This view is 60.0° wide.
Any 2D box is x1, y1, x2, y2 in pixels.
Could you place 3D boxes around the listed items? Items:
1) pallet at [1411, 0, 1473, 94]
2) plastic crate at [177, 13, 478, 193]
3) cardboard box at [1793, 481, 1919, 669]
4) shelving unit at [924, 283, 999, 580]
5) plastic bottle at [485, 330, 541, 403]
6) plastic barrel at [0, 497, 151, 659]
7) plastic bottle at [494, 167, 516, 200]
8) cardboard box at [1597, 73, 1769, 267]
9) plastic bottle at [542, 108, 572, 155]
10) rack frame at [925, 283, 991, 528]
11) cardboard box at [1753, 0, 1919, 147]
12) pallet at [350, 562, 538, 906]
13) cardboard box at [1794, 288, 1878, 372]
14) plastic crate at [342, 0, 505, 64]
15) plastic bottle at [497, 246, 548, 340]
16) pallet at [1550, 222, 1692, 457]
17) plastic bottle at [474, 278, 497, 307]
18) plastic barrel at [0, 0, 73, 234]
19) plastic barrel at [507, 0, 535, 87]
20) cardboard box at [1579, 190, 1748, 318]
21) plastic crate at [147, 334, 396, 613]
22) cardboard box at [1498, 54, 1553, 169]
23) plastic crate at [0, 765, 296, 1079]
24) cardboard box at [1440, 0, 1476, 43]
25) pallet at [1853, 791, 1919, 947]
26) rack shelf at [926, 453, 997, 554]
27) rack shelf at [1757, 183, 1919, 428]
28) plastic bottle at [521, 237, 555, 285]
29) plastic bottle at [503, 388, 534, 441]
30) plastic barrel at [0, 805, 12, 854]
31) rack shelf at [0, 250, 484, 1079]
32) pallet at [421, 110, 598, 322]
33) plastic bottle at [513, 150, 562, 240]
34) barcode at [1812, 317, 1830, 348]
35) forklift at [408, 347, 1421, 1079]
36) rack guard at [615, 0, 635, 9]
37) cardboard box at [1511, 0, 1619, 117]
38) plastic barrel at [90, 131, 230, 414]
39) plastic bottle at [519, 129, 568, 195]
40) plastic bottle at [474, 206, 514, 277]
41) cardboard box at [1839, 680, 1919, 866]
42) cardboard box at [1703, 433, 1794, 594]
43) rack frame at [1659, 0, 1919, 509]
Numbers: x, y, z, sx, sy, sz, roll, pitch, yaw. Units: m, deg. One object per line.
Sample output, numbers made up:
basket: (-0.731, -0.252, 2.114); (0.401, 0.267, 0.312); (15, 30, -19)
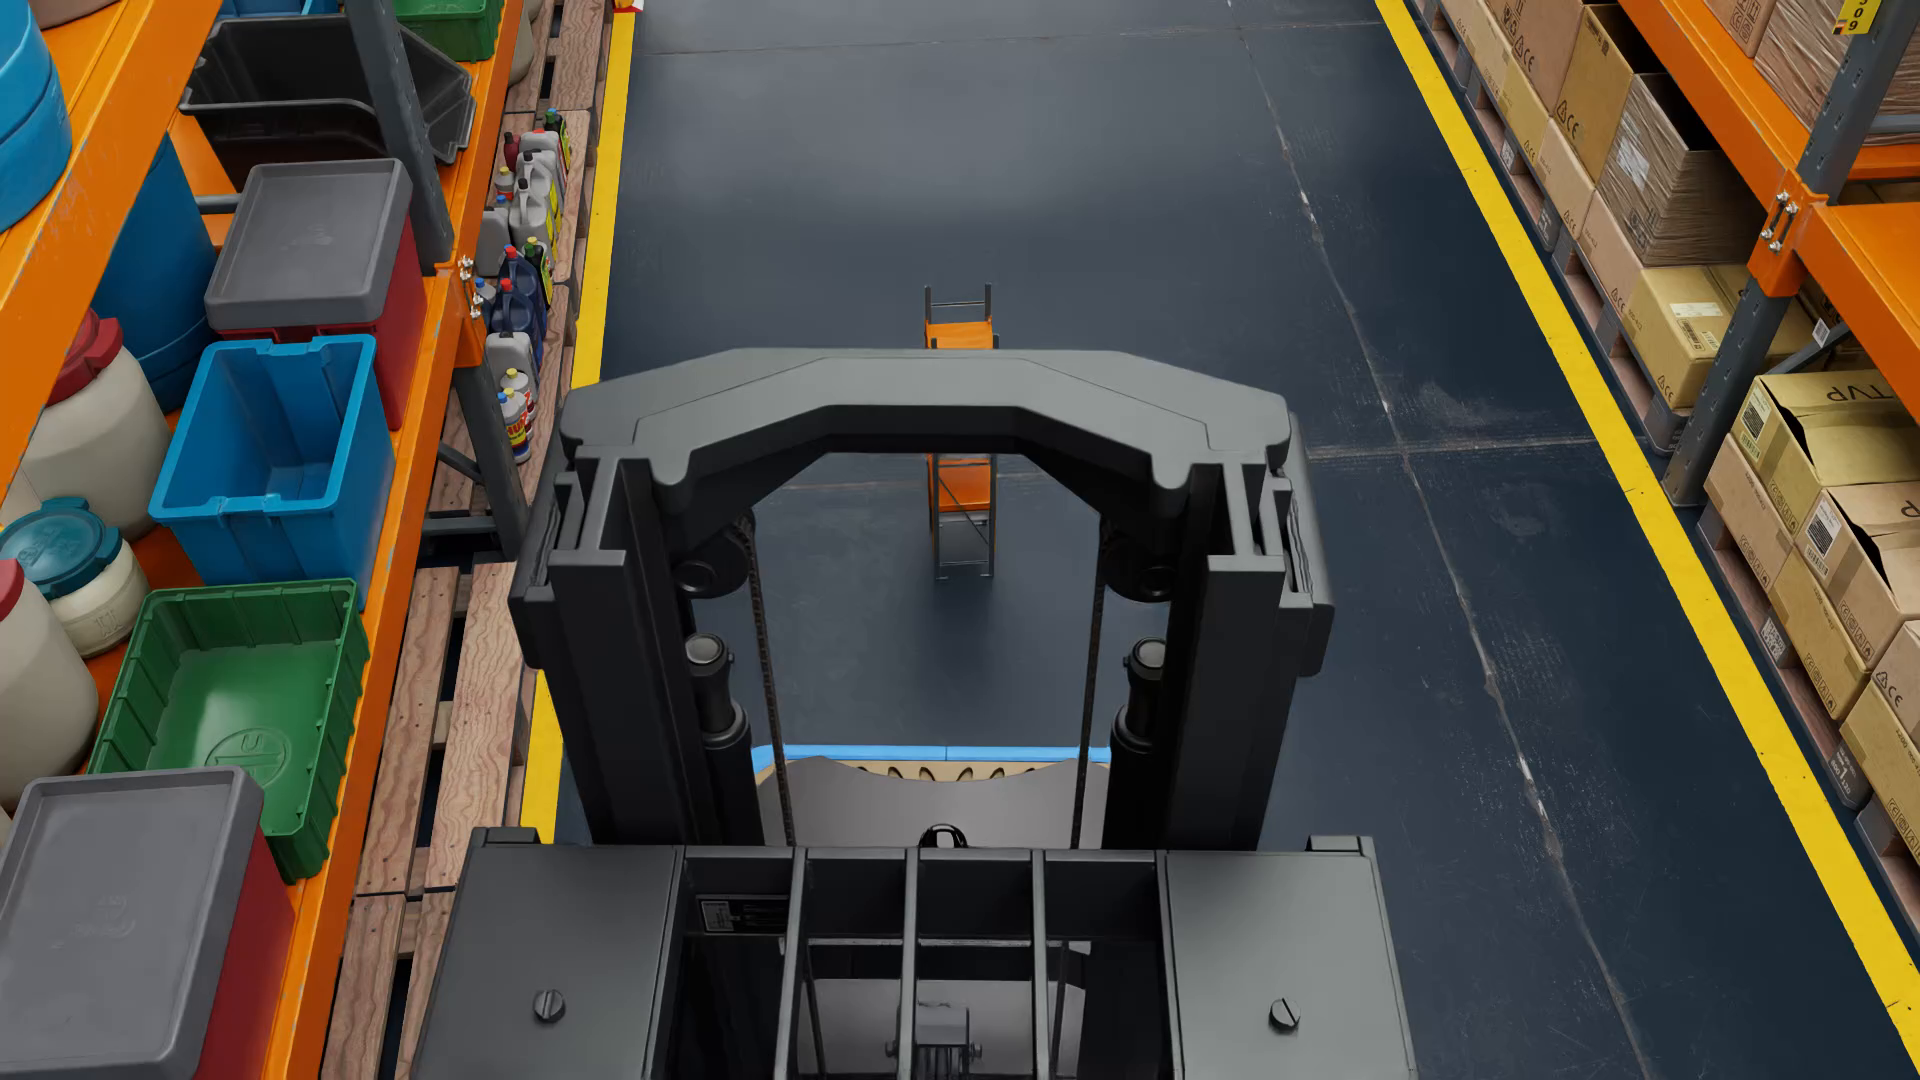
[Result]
pallet: (2.772, -2.600, 8.067); (1.003, 0.211, 1.213); (-3, 47, -3)
plastic crate: (-1.852, -1.282, 4.941); (0.767, 0.338, 0.504); (-3, 47, -3)
cardboard box: (2.824, 0.069, 4.837); (0.500, 0.311, 0.500); (-4, 47, -4)
shelving unit: (0.004, -0.322, 5.332); (0.215, 1.050, 0.252); (-3, 47, -3)
plastic bottle: (-1.580, -0.621, 5.846); (0.152, 0.276, 0.135); (-2, 47, -2)
plastic barrel: (-1.977, 0.097, 3.687); (0.301, 0.262, 0.301); (0, 47, 0)
plastic bottle: (-1.797, -1.393, 6.627); (0.097, 0.201, 0.097); (0, 47, 0)
cardboard box: (2.714, -1.357, 6.057); (0.500, 0.500, 0.500); (-3, 47, -3)
plastic bottle: (-1.680, -1.698, 6.917); (0.097, 0.201, 0.097); (0, 47, 0)
rack frame: (-0.006, -0.411, 5.416); (0.200, 1.050, 0.008); (-3, 47, -3)
cardboard box: (2.957, -1.571, 5.103); (0.700, 0.500, 0.500); (-5, 47, -4)
pallet: (-1.831, 0.607, 5.029); (1.003, 0.211, 1.213); (-3, 47, -3)
cardboard box: (3.264, -0.769, 6.016); (0.500, 0.250, 0.500); (-3, 47, -3)
plastic crate: (-1.768, -1.844, 5.576); (0.450, 0.188, 0.662); (-3, 47, -3)
plastic bottle: (-1.605, -0.903, 6.061); (0.144, 0.351, 0.185); (-5, 47, -5)
pallet: (2.976, -0.835, 6.395); (1.003, 0.211, 1.213); (-3, 47, -3)
plastic bottle: (-1.722, -0.837, 6.053); (0.097, 0.271, 0.097); (0, 47, 0)
plastic barrel: (-1.567, -0.820, 2.049); (0.600, 0.901, 0.708); (-3, 47, -3)
plastic barrel: (-2.097, -2.266, 7.254); (0.421, 0.512, 0.421); (0, 47, 0)
cardboard box: (2.712, -1.099, 6.330); (0.500, 0.250, 0.500); (-3, 47, -3)
plastic crate: (-1.533, -0.133, 3.821); (0.392, 0.384, 0.575); (-3, 47, -3)
cardboard box: (2.613, -1.822, 7.014); (0.500, 0.250, 0.500); (-3, 47, -3)
plastic crate: (-1.431, 0.767, 2.914); (0.402, 0.464, 0.583); (-3, 47, -3)
cardboard box: (2.535, -2.546, 7.699); (0.500, 0.250, 0.500); (-3, 47, -3)
pallet: (3.207, 1.159, 4.507); (1.003, 0.211, 1.213); (-3, 47, -3)
rack shelf: (0.004, -0.124, 5.542); (0.215, 0.259, 0.240); (-3, 47, -3)
rack shelf: (3.168, 0.479, 3.726); (1.077, 0.370, 4.000); (-3, 47, -3)
plastic bottle: (-1.606, -1.058, 6.311); (0.097, 0.201, 0.097); (0, 47, 0)
plastic bottle: (-1.534, -0.437, 5.722); (0.097, 0.201, 0.097); (0, 47, 0)
plastic barrel: (-1.976, 0.585, 3.036); (0.433, 0.535, 0.433); (0, 47, 0)
rack shelf: (-1.768, 0.777, 3.444); (1.077, 0.370, 4.000); (-3, 47, -3)
pallet: (-2.055, -1.332, 6.866); (1.003, 0.211, 1.213); (-3, 47, -3)
plastic bottle: (-1.656, -1.346, 6.480); (0.144, 0.351, 0.185); (-2, 47, -2)
barcode: (2.607, -0.628, 5.036); (0.001, 0.075, 0.075); (-3, 47, -3)
forklift: (-0.049, 1.277, 2.522); (1.130, 2.935, 3.031); (0, 47, 0)
rack guard: (-2.217, -2.900, 8.152); (1.175, 0.500, 0.348); (-3, 47, -3)
cardboard box: (2.612, -2.080, 6.742); (0.500, 0.500, 0.500); (-3, 47, -3)
plastic barrel: (-2.205, -0.792, 4.089); (0.600, 0.901, 0.708); (-3, 47, -3)
plastic bottle: (-1.686, -1.540, 6.715); (0.152, 0.276, 0.135); (-3, 47, -3)
plastic bottle: (-1.786, -1.158, 6.354); (0.152, 0.276, 0.135); (-3, 47, -3)
cardboard box: (2.875, 0.637, 4.685); (0.500, 0.250, 0.500); (-5, 47, -5)
cardboard box: (2.788, -0.108, 5.391); (0.500, 0.250, 0.500); (-5, 47, -4)
rack frame: (3.001, -1.216, 4.835); (1.000, 3.000, 0.127); (-3, 47, -3)
